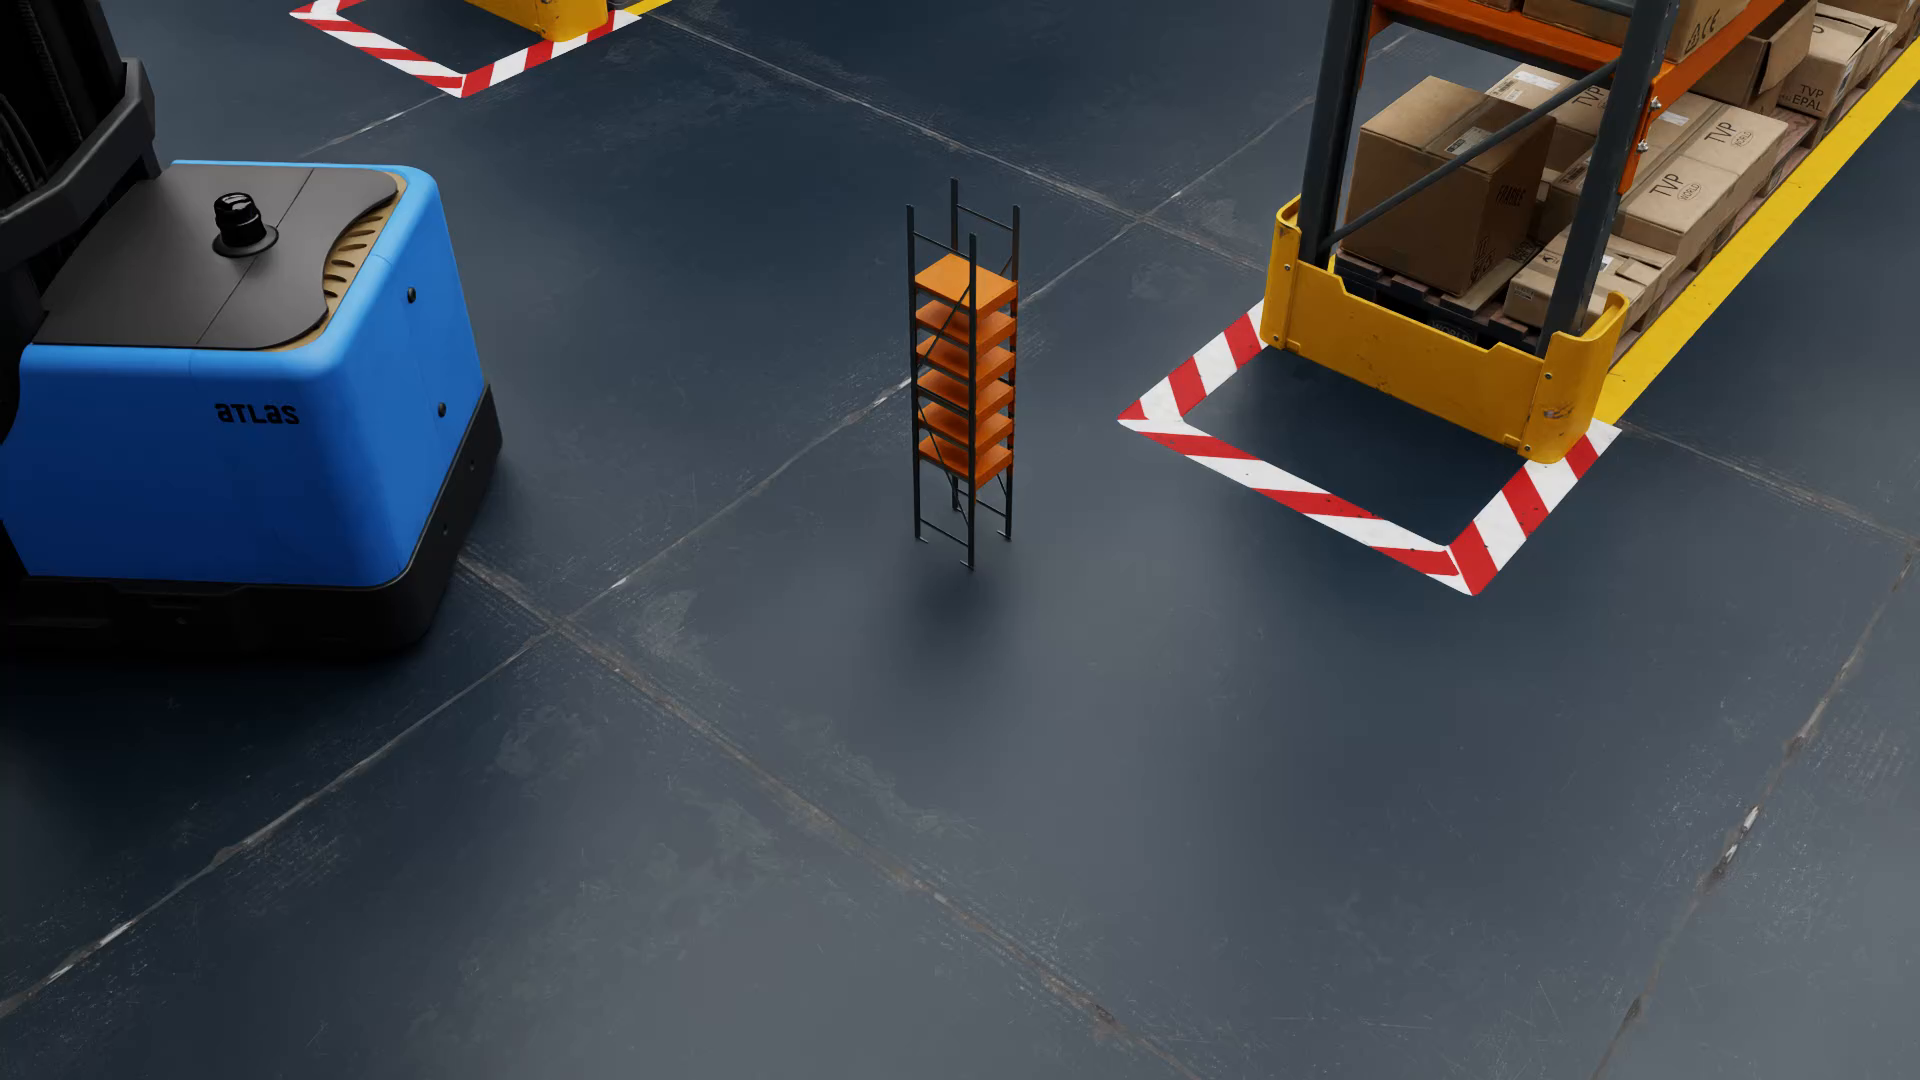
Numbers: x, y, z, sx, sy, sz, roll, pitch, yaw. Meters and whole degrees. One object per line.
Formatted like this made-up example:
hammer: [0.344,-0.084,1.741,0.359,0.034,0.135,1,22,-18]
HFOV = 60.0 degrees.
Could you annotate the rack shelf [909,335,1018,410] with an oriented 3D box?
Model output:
rack shelf: [0.009,-0.507,4.804,0.258,0.103,0.180,29,50,28]

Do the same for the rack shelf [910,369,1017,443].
rack shelf: [0.009,-0.418,4.884,0.258,0.103,0.180,29,50,28]

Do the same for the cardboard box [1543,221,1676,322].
cardboard box: [2.268,-0.956,5.851,0.380,0.166,0.250,29,50,28]

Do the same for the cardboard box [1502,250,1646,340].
cardboard box: [2.107,-0.821,5.715,0.380,0.149,0.250,29,50,28]

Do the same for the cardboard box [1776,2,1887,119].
cardboard box: [3.517,-2.071,6.970,0.500,0.311,0.500,29,50,28]

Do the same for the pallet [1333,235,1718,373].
pallet: [2.136,-1.064,6.264,1.003,0.211,1.213,29,50,28]

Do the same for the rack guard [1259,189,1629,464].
rack guard: [1.624,-0.760,5.714,1.175,0.500,0.348,29,50,28]

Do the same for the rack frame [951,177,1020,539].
rack frame: [0.068,-0.498,4.906,0.240,1.200,0.006,29,50,28]

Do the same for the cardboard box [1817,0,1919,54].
cardboard box: [3.999,-2.527,7.331,0.500,0.500,0.500,29,50,28]

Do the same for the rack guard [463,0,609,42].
rack guard: [-2.220,-2.850,8.012,1.175,0.500,0.348,29,50,28]

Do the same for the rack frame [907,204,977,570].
rack frame: [-0.050,-0.404,4.803,0.240,1.200,0.006,29,50,28]

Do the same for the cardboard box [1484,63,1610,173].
cardboard box: [2.370,-1.654,6.556,0.500,0.250,0.500,29,50,28]

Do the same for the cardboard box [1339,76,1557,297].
cardboard box: [1.736,-1.271,5.949,0.500,0.500,0.500,29,50,28]

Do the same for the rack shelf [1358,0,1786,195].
rack shelf: [2.862,-2.410,6.205,1.077,0.370,4.000,29,50,28]

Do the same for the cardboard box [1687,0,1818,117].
cardboard box: [2.944,-1.975,6.721,0.797,0.503,0.637,29,50,28]

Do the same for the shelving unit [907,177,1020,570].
shelving unit: [0.009,-0.451,4.855,0.258,1.200,0.189,29,50,28]

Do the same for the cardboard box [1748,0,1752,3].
cardboard box: [2.390,-2.065,5.217,0.500,0.500,0.500,29,50,28]

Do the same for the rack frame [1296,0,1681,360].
rack frame: [1.575,-1.646,4.831,1.000,3.000,0.127,29,50,28]

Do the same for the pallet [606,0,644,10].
pallet: [-1.654,-3.169,8.578,1.003,0.211,1.213,29,50,28]

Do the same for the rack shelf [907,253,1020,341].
rack shelf: [0.009,-0.685,4.642,0.258,0.103,0.180,29,50,28]

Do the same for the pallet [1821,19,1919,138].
pallet: [3.706,-2.321,7.645,1.003,0.211,1.213,29,50,28]

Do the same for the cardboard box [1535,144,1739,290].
cardboard box: [2.463,-1.206,6.064,0.500,0.250,0.500,29,50,28]

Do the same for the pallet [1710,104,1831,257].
pallet: [2.921,-1.690,6.951,1.003,0.211,1.213,29,50,28]

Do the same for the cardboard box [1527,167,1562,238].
cardboard box: [2.066,-1.317,6.247,0.380,0.166,0.250,29,50,28]

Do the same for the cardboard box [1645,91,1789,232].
cardboard box: [2.785,-1.463,6.347,0.500,0.250,0.500,29,50,28]

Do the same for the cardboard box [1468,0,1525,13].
cardboard box: [1.655,-2.031,5.180,0.500,0.500,0.500,31,51,30]

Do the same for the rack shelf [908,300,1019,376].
rack shelf: [0.009,-0.596,4.723,0.258,0.103,0.180,29,50,28]

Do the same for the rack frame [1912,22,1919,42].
rack frame: [4.149,-3.706,7.096,1.000,3.000,0.127,29,50,28]

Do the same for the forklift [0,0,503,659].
forklift: [-3.045,-1.114,4.296,3.031,2.935,1.130,2,42,2]

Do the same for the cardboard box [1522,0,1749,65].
cardboard box: [2.062,-1.797,4.923,0.500,0.500,0.500,31,50,29]

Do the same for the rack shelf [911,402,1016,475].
rack shelf: [0.009,-0.330,4.965,0.258,0.103,0.180,29,50,28]

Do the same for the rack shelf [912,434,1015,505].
rack shelf: [0.009,-0.241,5.046,0.258,0.103,0.180,29,50,28]

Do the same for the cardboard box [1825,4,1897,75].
cardboard box: [3.804,-2.178,7.208,0.380,0.149,0.250,29,50,28]
